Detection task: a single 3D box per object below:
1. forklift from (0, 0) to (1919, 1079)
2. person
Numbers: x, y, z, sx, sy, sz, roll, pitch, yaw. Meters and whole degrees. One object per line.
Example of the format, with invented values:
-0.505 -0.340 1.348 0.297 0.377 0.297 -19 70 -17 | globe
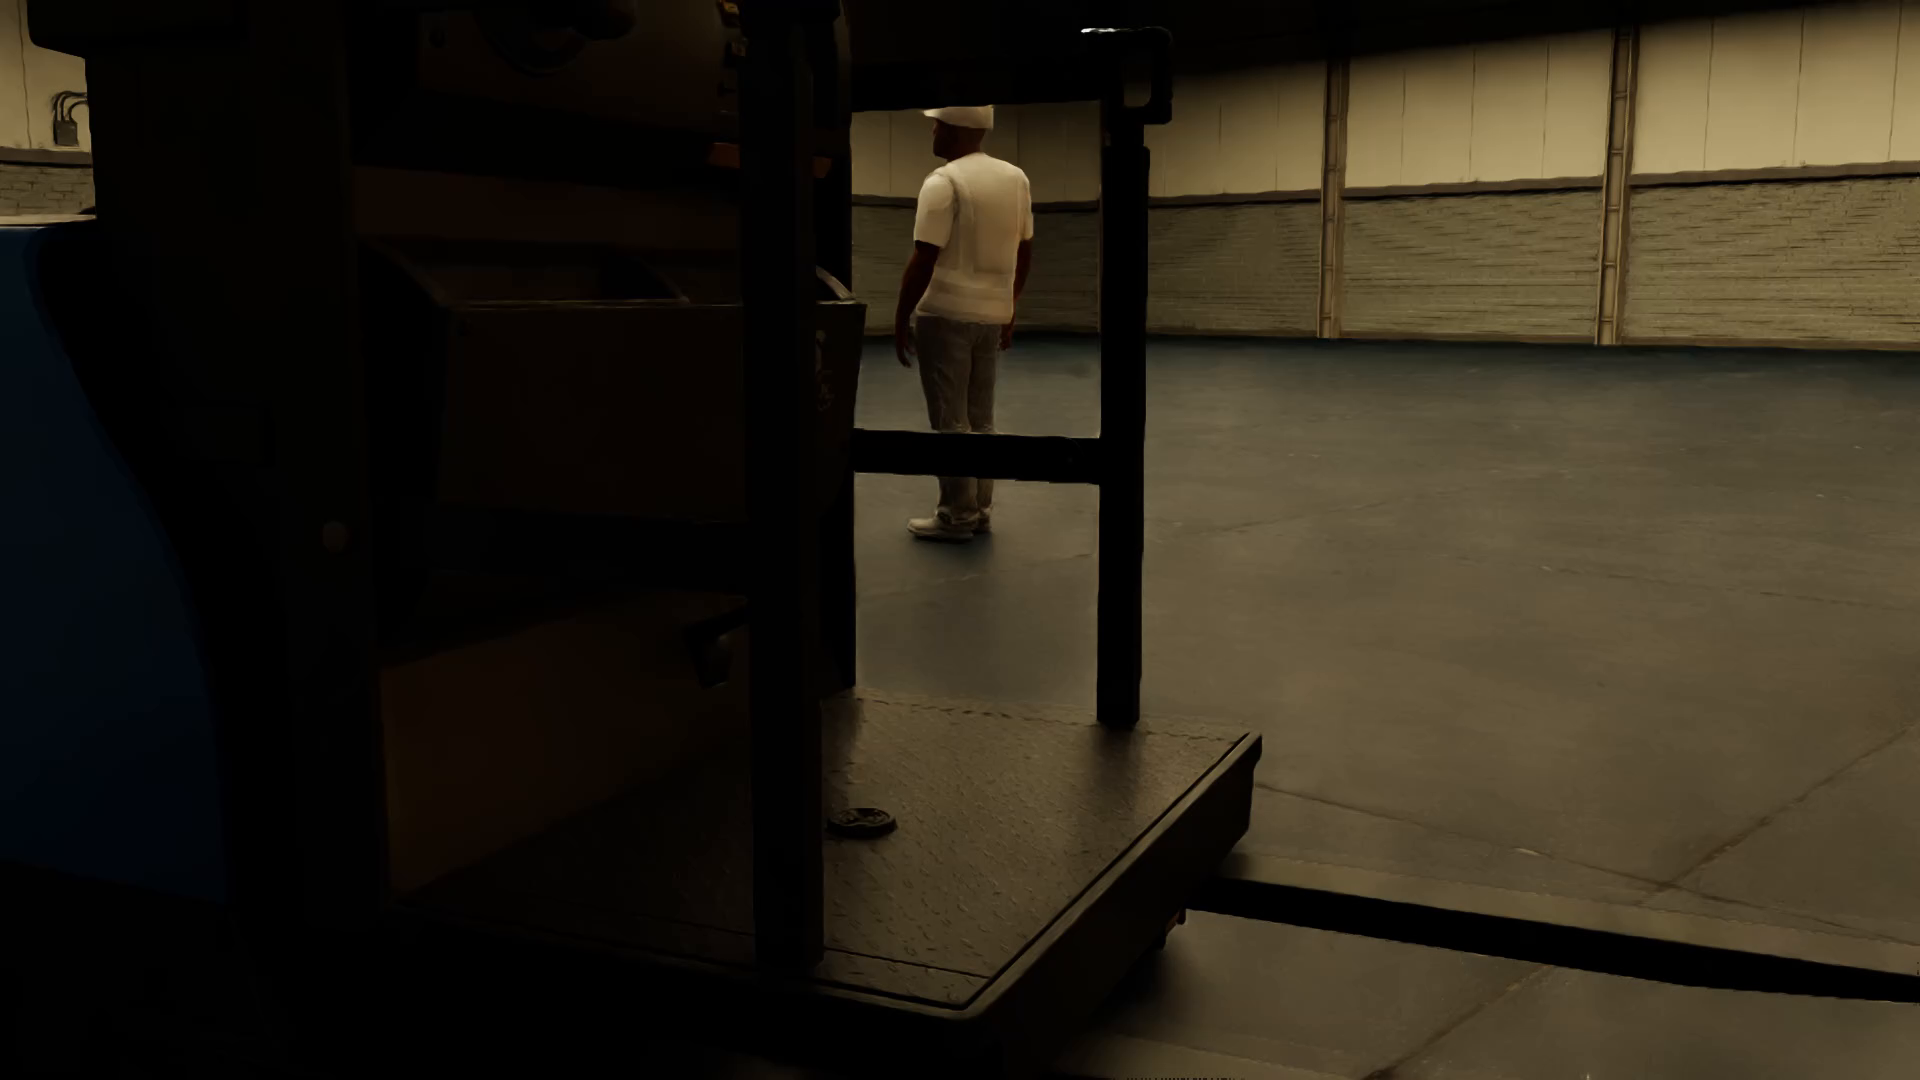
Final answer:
-0.206 -0.770 1.987 3.031 2.935 1.130 4 9 24 | forklift
-0.046 -0.888 6.637 0.576 1.766 0.665 8 12 43 | person
